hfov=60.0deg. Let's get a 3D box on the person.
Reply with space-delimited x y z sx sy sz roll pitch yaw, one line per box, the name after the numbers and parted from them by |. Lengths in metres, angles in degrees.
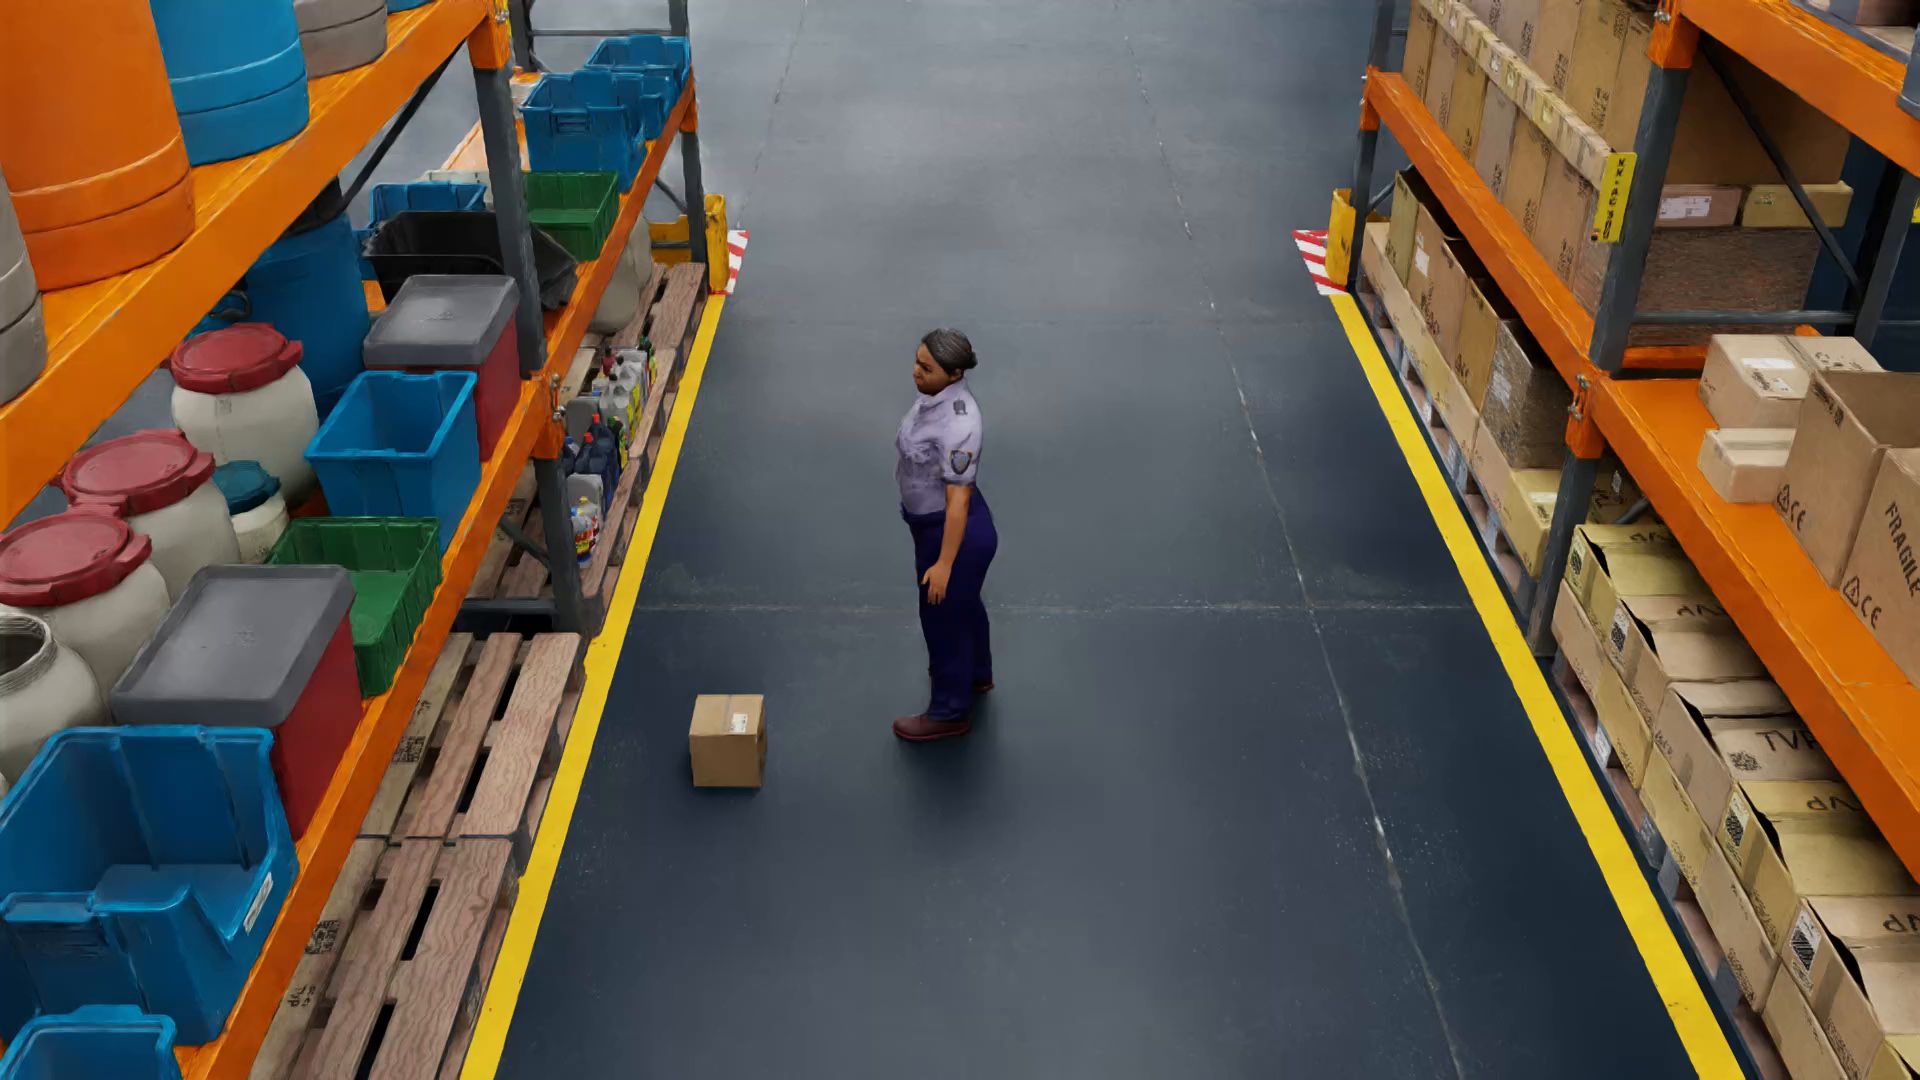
-0.061 -0.019 6.151 0.433 1.655 0.626 -4 32 -6 | person
